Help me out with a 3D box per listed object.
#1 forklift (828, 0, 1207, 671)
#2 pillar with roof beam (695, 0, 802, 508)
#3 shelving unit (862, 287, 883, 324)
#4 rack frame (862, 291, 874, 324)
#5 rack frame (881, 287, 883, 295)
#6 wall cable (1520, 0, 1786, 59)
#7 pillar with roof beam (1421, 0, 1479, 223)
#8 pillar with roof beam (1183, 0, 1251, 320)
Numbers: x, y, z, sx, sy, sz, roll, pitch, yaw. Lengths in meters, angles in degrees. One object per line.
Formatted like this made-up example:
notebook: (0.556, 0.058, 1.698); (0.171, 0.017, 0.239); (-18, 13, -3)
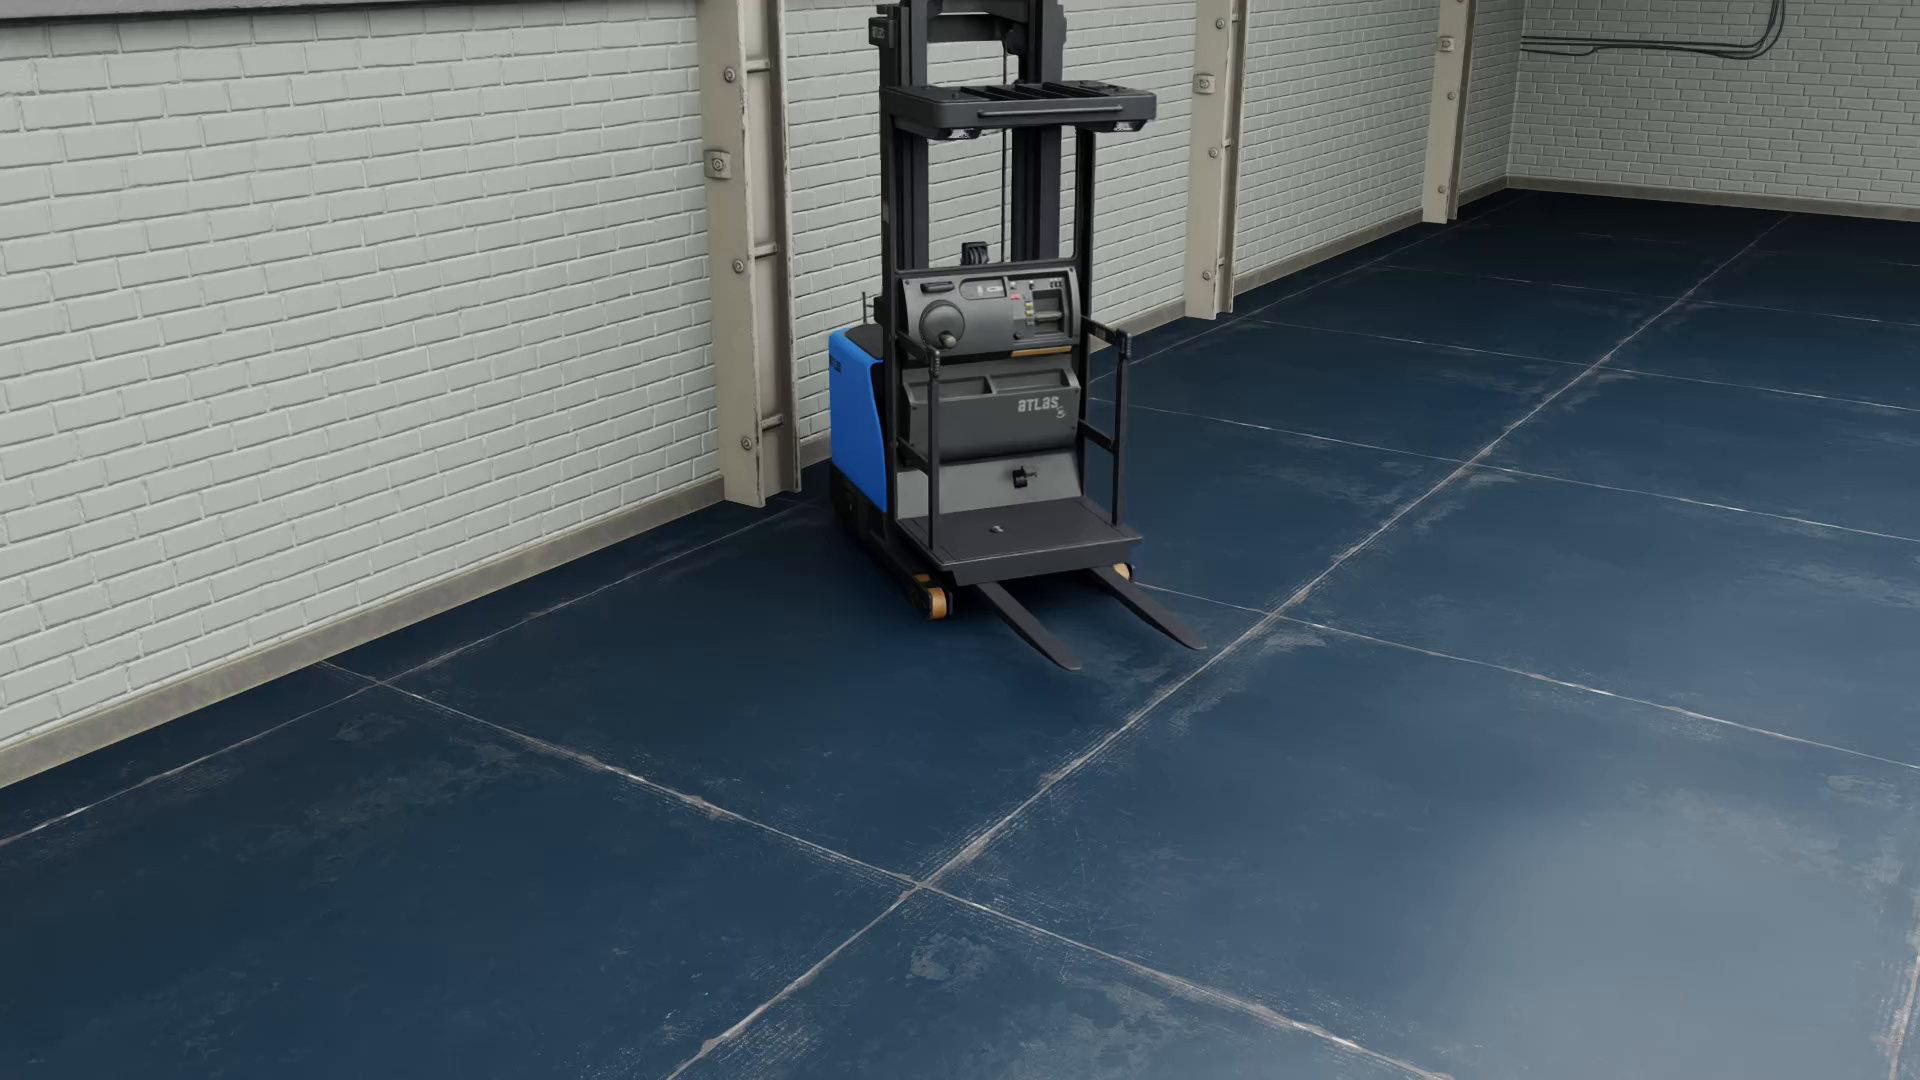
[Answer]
forklift: (0.241, -1.141, 8.125); (1.130, 2.935, 3.031); (-8, 22, -20)
pillar with roof beam: (2.367, -3.657, 6.180); (9.100, 9.000, 0.400); (13, 24, 32)
shelving unit: (-0.405, -0.890, 9.917); (0.258, 1.200, 0.189); (11, 21, 34)
rack frame: (-0.458, -0.866, 9.846); (0.240, 1.200, 0.006); (11, 21, 34)
rack frame: (-0.353, -0.914, 9.989); (0.240, 1.200, 0.006); (11, 21, 34)
wall cable: (8.302, -7.071, 19.884); (3.097, 2.526, 0.112); (13, 24, 32)
pillar with roof beam: (9.113, -7.100, 15.488); (9.100, 9.000, 0.400); (13, 24, 32)
pillar with roof beam: (5.740, -5.378, 10.834); (9.100, 9.000, 0.400); (13, 24, 32)
